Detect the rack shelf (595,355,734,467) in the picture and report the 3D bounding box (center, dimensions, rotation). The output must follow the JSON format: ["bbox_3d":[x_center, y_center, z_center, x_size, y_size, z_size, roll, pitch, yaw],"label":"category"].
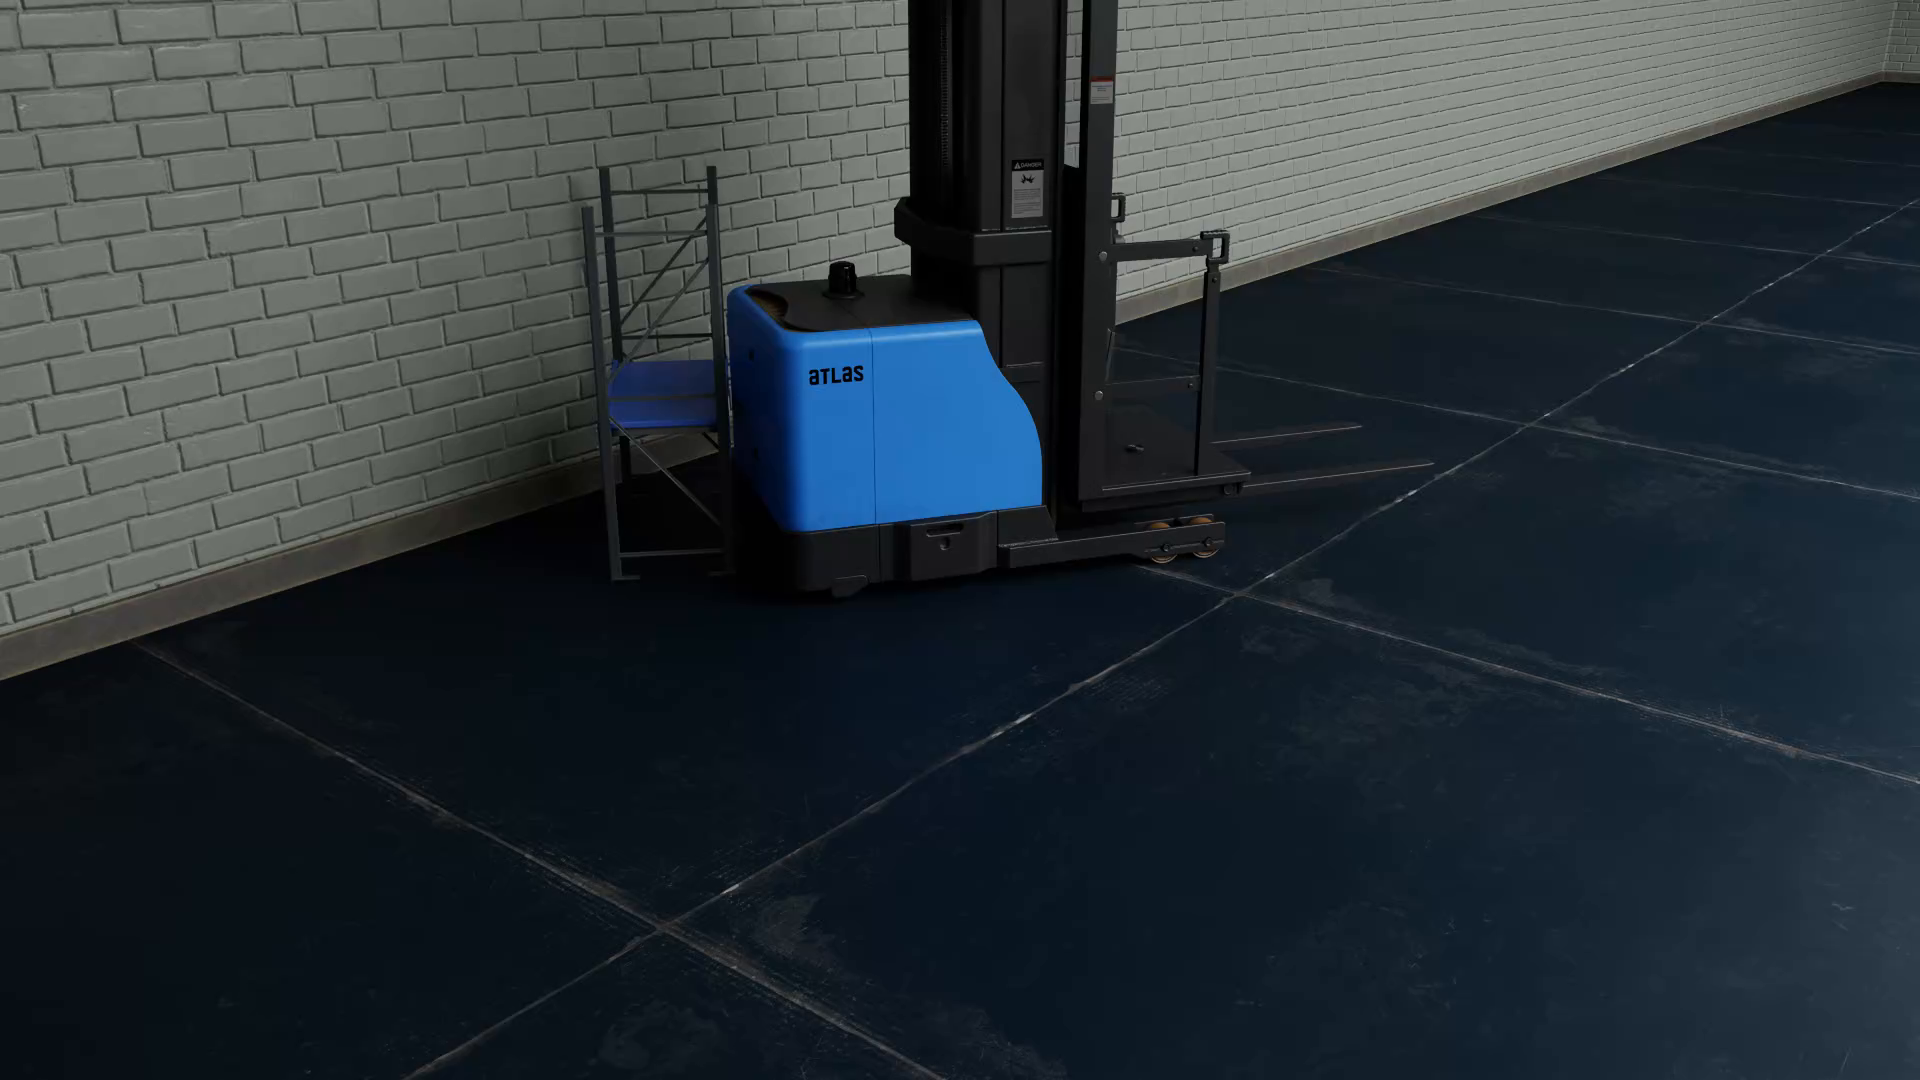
[{"bbox_3d":[-1.236,-0.563,7.045,0.538,0.185,1.000,-3,21,-7],"label":"rack shelf"}]

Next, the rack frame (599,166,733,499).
[{"bbox_3d":[-1.306,-0.909,7.453,0.500,1.500,0.032,-3,21,-7],"label":"rack frame"}]

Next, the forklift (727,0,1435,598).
[{"bbox_3d":[0.589,-1.443,6.841,3.031,2.935,1.130,-7,22,-18],"label":"forklift"}]

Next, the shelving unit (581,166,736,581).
[{"bbox_3d":[-1.236,-0.731,6.982,0.538,1.500,1.048,-3,21,-7],"label":"shelving unit"}]

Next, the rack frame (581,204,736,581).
[{"bbox_3d":[-1.167,-0.553,6.510,0.500,1.500,0.032,-3,21,-7],"label":"rack frame"}]
